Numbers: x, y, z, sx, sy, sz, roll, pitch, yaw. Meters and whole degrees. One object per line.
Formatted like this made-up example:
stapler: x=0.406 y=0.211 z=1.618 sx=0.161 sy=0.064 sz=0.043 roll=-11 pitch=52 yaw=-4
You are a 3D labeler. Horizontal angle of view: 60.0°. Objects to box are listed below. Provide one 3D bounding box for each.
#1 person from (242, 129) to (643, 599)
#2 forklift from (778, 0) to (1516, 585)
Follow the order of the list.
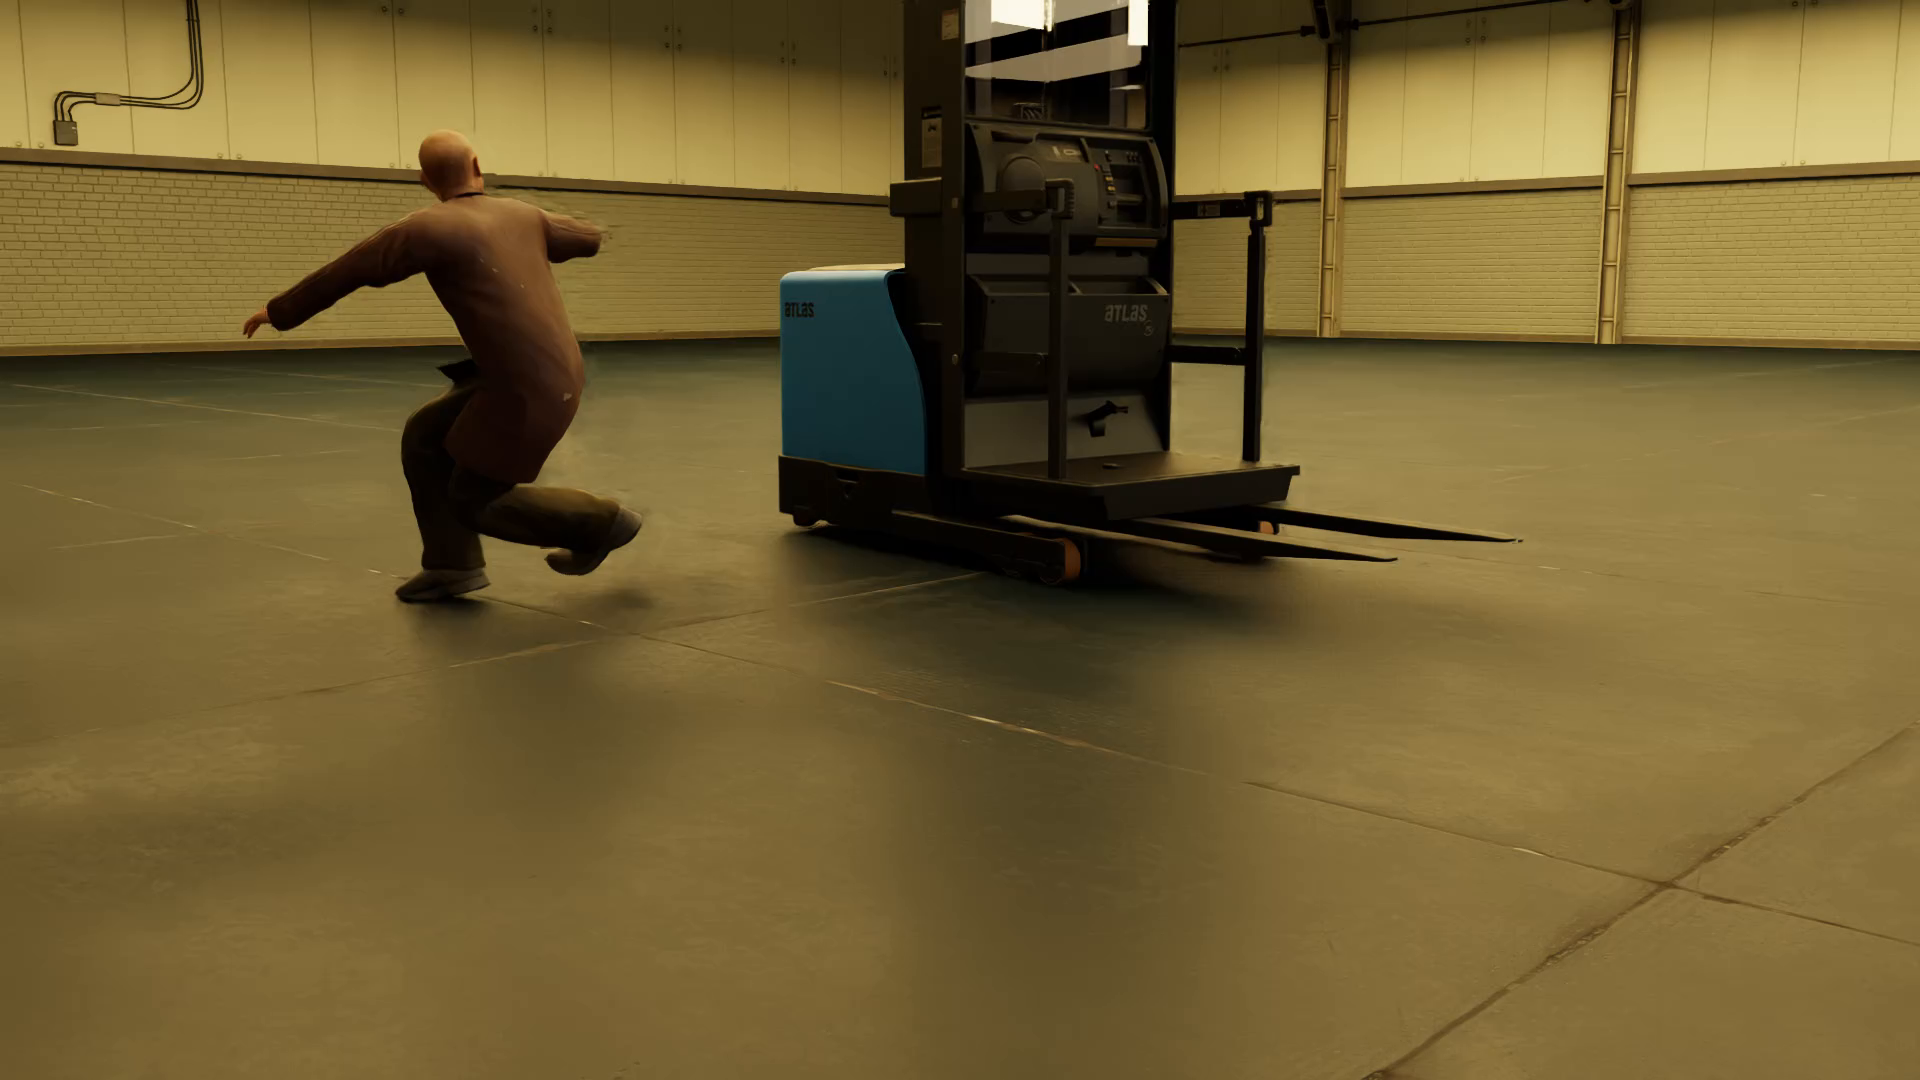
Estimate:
person: x=-1.649 y=-0.552 z=5.435 sx=1.185 sy=1.522 sz=0.875 roll=1 pitch=9 yaw=4
forklift: x=0.549 y=-1.378 z=6.022 sx=1.130 sy=2.935 sz=3.031 roll=-7 pitch=11 yaw=-38
